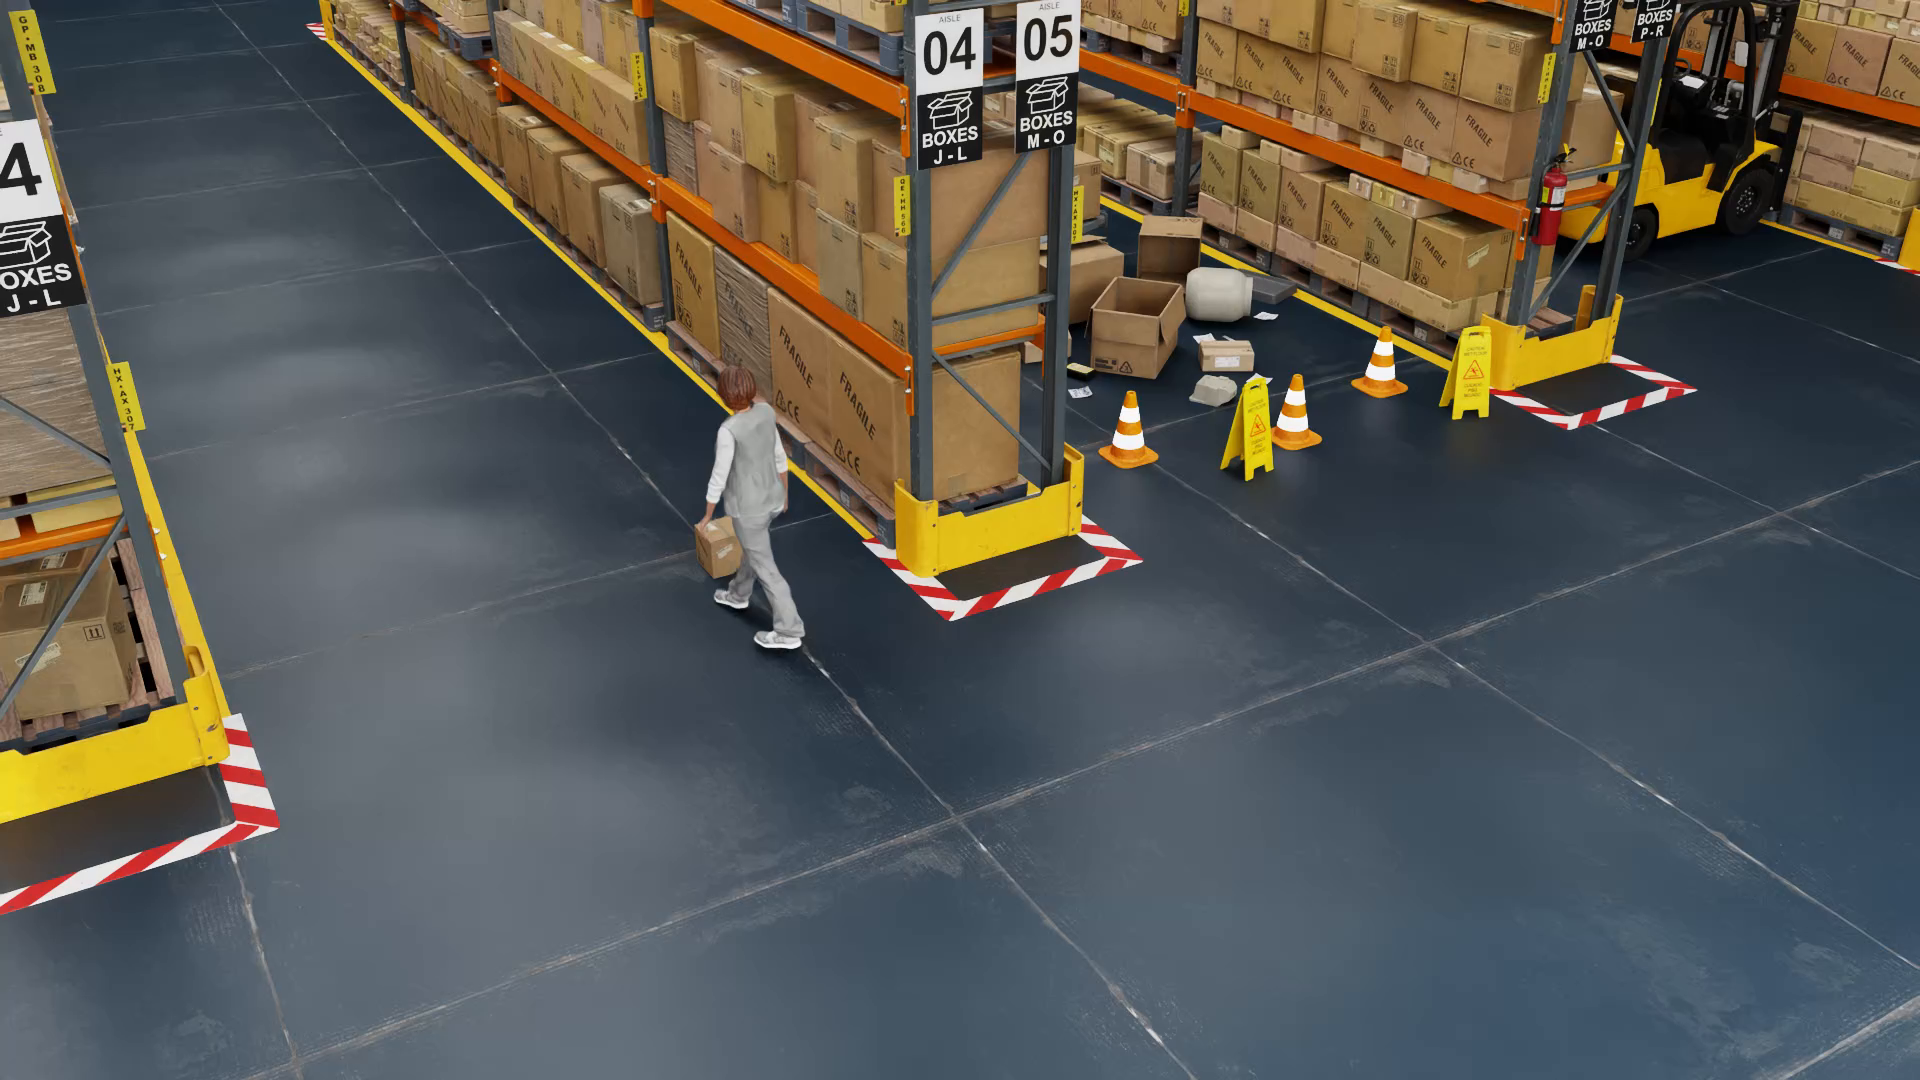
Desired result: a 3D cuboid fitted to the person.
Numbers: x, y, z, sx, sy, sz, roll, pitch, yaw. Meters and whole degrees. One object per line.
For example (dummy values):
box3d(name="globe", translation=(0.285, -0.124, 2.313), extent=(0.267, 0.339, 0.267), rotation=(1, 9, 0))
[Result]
box3d(name="person", translation=(-1.168, -0.187, 8.882), extent=(0.781, 1.570, 0.493), rotation=(18, 34, 29))
